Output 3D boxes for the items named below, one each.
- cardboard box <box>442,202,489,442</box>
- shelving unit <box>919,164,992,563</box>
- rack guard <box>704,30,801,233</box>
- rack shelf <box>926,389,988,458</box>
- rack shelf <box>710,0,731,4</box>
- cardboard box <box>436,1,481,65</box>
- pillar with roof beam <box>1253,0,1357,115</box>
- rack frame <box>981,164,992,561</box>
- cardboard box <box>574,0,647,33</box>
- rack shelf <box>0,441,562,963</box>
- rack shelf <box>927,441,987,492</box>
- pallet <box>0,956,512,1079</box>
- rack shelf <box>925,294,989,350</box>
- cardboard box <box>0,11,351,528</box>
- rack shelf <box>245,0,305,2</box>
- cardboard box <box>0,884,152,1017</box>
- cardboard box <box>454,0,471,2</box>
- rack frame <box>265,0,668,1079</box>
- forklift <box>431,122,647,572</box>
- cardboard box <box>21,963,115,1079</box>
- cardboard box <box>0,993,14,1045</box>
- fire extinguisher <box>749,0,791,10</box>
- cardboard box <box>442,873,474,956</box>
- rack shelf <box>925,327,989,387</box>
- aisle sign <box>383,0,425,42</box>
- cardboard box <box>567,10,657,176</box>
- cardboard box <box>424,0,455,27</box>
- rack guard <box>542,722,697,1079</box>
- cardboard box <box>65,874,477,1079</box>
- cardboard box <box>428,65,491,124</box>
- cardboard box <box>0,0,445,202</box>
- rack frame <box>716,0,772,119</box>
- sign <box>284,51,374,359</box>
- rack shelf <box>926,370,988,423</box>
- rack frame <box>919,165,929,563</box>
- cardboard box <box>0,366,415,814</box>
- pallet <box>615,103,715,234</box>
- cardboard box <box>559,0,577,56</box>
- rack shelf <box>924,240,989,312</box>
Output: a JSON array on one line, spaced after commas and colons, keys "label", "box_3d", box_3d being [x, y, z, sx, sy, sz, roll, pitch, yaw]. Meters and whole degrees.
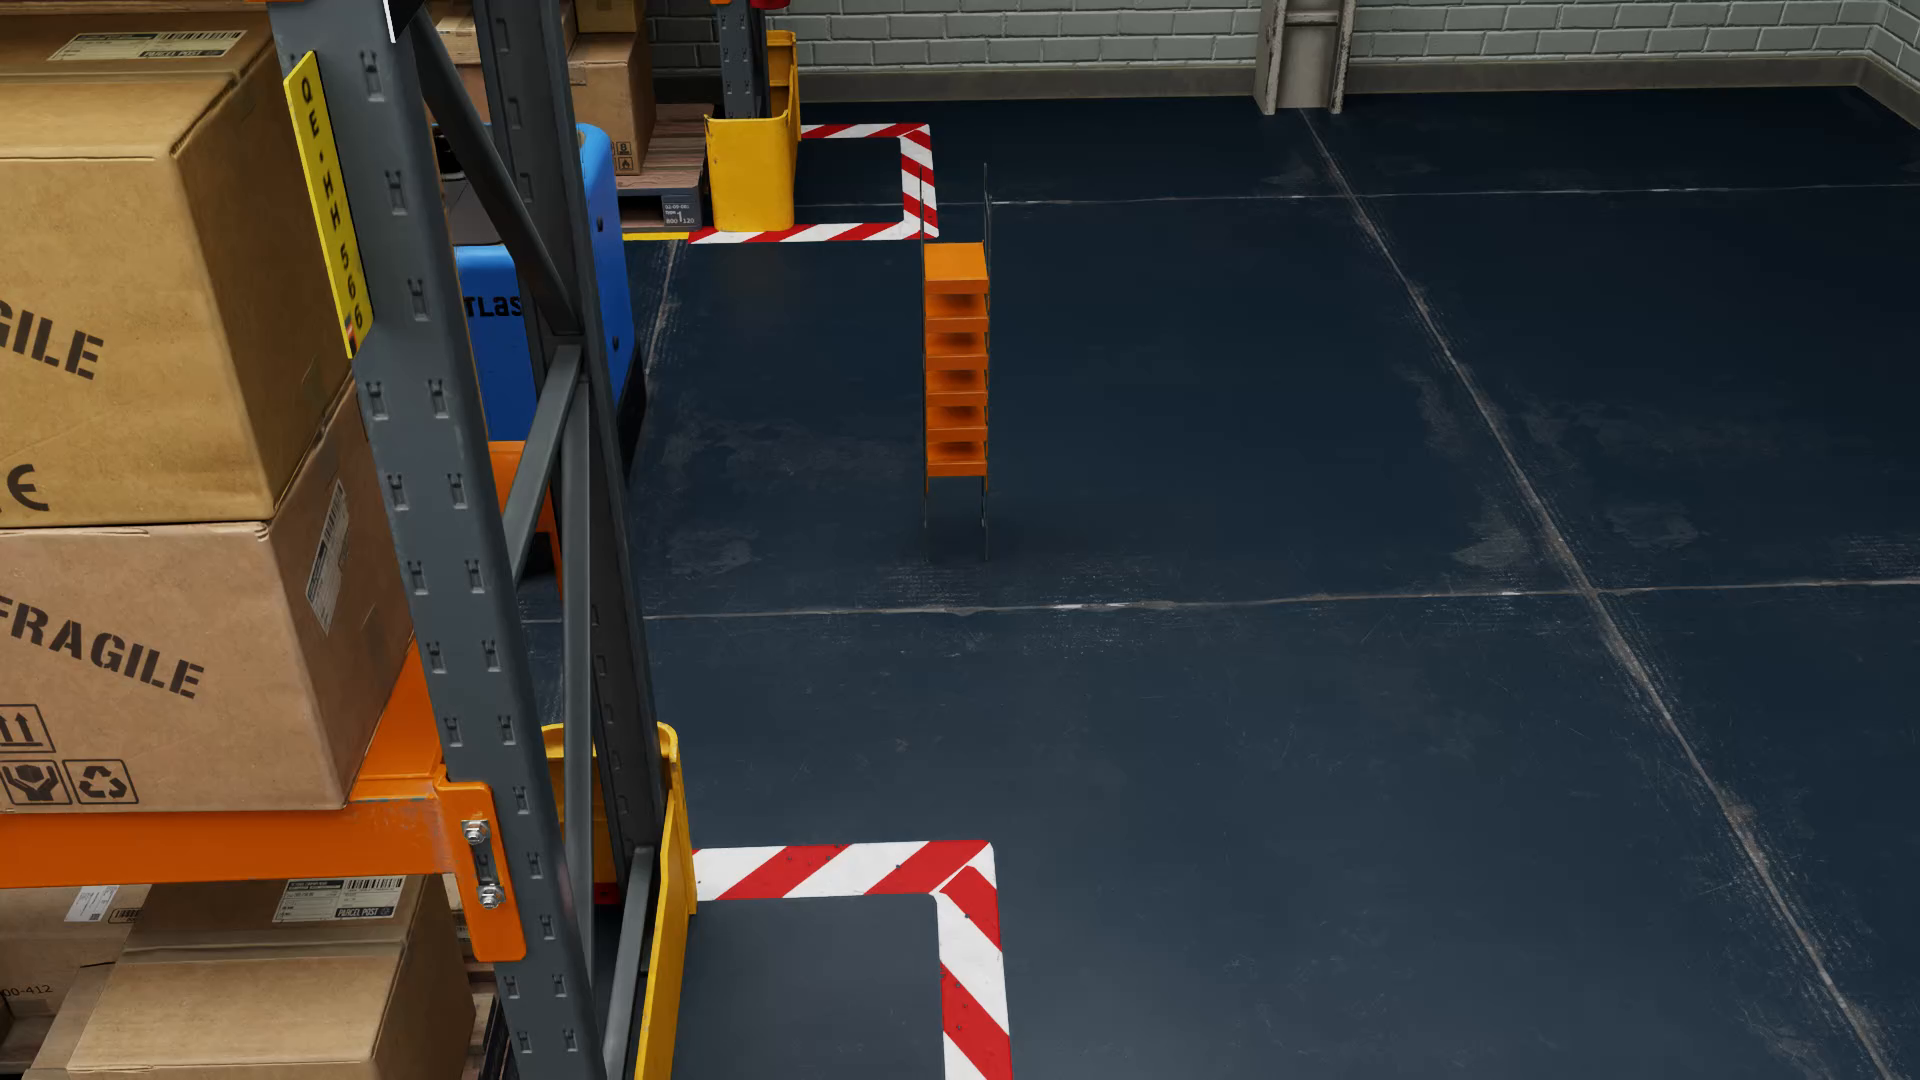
[{"label": "cardboard box", "box_3d": [-1.161, -0.257, 2.897, 0.500, 0.500, 0.500, -1, 35, -1]}, {"label": "shelving unit", "box_3d": [-0.014, -0.493, 4.908, 0.189, 1.200, 0.258, -2, 35, -2]}, {"label": "rack guard", "box_3d": [-0.919, -1.866, 7.507, 0.348, 0.500, 1.175, -2, 35, -2]}, {"label": "rack shelf", "box_3d": [-0.014, -0.358, 5.002, 0.180, 0.103, 0.258, -2, 35, -2]}, {"label": "rack shelf", "box_3d": [-2.941, -2.544, 6.922, 4.000, 0.370, 1.077, -2, 35, -2]}, {"label": "cardboard box", "box_3d": [-2.013, -2.115, 6.927, 0.250, 0.149, 0.380, -1, 35, -1]}, {"label": "pillar with roof beam", "box_3d": [1.916, -3.477, 2.367, 0.400, 9.000, 9.100, -2, 35, -2]}, {"label": "rack frame", "box_3d": [0.077, -0.495, 4.912, 0.006, 1.200, 0.240, -2, 35, -2]}, {"label": "cardboard box", "box_3d": [-1.523, -2.346, 7.262, 0.250, 0.149, 0.380, -1, 35, -2]}, {"label": "rack shelf", "box_3d": [-2.703, 0.272, 2.853, 4.000, 0.370, 1.077, -2, 35, -2]}, {"label": "rack shelf", "box_3d": [-0.014, -0.259, 5.070, 0.180, 0.103, 0.258, -2, 35, -2]}, {"label": "pallet", "box_3d": [-1.577, 1.093, 3.485, 1.213, 0.211, 1.003, -2, 35, -2]}, {"label": "rack shelf", "box_3d": [-0.014, -0.654, 4.797, 0.180, 0.103, 0.258, -2, 35, -2]}, {"label": "cardboard box", "box_3d": [-1.137, -0.361, 2.170, 0.500, 0.500, 0.500, -2, 35, -3]}, {"label": "rack shelf", "box_3d": [-2.703, -0.961, 1.999, 4.000, 0.370, 1.077, -2, 35, -2]}, {"label": "cardboard box", "box_3d": [-1.761, 0.739, 3.576, 0.500, 0.250, 0.500, -2, 35, -2]}, {"label": "cardboard box", "box_3d": [-2.028, -2.332, 7.241, 0.250, 0.149, 0.380, -1, 35, -2]}, {"label": "rack frame", "box_3d": [-0.705, -0.077, 2.726, 0.127, 3.000, 1.000, -2, 35, -2]}, {"label": "forklift", "box_3d": [-2.597, -1.359, 4.638, 3.031, 2.935, 1.130, -1, 35, -1]}, {"label": "cardboard box", "box_3d": [-1.645, 1.021, 3.242, 0.250, 0.166, 0.380, -2, 35, -2]}, {"label": "cardboard box", "box_3d": [-2.187, 1.035, 3.148, 0.500, 0.250, 0.500, -2, 35, -2]}, {"label": "fire extinguisher", "box_3d": [-0.771, -2.450, 6.550, 0.183, 0.674, 0.296, -2, 35, -2]}, {"label": "cardboard box", "box_3d": [-1.140, 0.730, 3.678, 0.250, 0.149, 0.380, -2, 35, -2]}, {"label": "rack shelf", "box_3d": [-0.014, -0.555, 4.865, 0.180, 0.103, 0.258, -2, 35, -2]}, {"label": "aisle sign", "box_3d": [-0.623, -0.974, 1.737, 0.004, 0.787, 0.394, -2, 35, -2]}, {"label": "cardboard box", "box_3d": [-1.638, -1.962, 7.277, 0.500, 0.500, 0.700, -2, 35, -2]}, {"label": "cardboard box", "box_3d": [-2.278, -2.326, 7.232, 0.250, 0.149, 0.380, -1, 35, -2]}, {"label": "rack guard", "box_3d": [-0.781, 0.952, 3.434, 0.348, 0.500, 1.175, -2, 35, -2]}, {"label": "cardboard box", "box_3d": [-1.237, 0.924, 3.089, 0.500, 0.500, 0.500, -2, 35, -2]}, {"label": "cardboard box", "box_3d": [-2.138, -1.949, 7.258, 0.500, 0.500, 0.700, -2, 35, -2]}, {"label": "cardboard box", "box_3d": [-1.161, -0.668, 2.612, 0.500, 0.500, 0.500, -1, 35, -1]}, {"label": "rack frame", "box_3d": [-0.943, -2.893, 6.795, 0.127, 3.000, 1.000, -2, 35, -2]}, {"label": "sign", "box_3d": [-0.699, -0.368, 1.850, 0.005, 0.325, 0.100, -2, 35, -2]}, {"label": "rack shelf", "box_3d": [-0.014, -0.456, 4.933, 0.180, 0.103, 0.258, -2, 35, -2]}, {"label": "rack frame", "box_3d": [-0.106, -0.491, 4.904, 0.006, 1.200, 0.240, -2, 35, -2]}, {"label": "cardboard box", "box_3d": [-1.140, 0.048, 2.457, 0.500, 0.500, 0.500, -1, 35, -1]}, {"label": "pallet", "box_3d": [-1.738, -1.681, 7.493, 1.213, 0.211, 1.003, -2, 35, -2]}, {"label": "cardboard box", "box_3d": [-1.758, -2.122, 6.938, 0.250, 0.149, 0.380, -2, 35, -3]}, {"label": "rack shelf", "box_3d": [-0.014, -0.752, 4.728, 0.180, 0.103, 0.258, -2, 35, -2]}]
